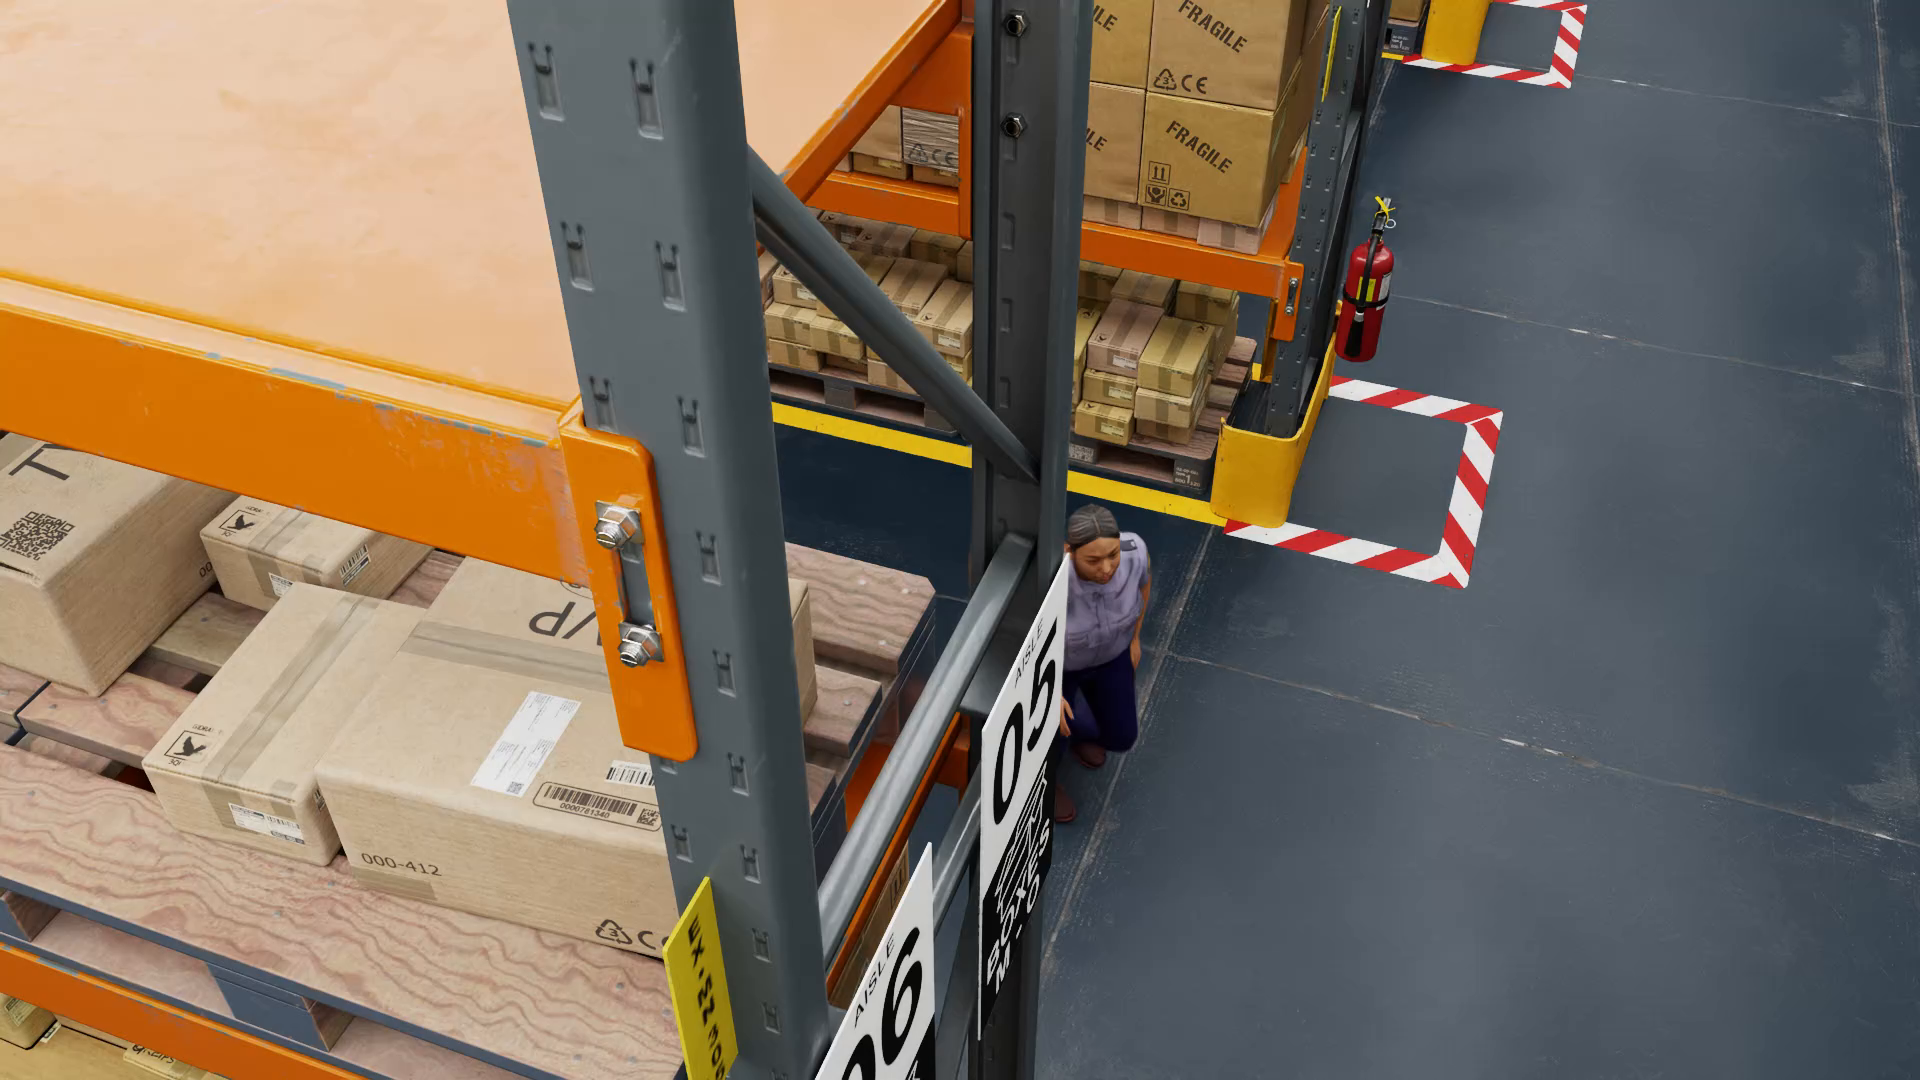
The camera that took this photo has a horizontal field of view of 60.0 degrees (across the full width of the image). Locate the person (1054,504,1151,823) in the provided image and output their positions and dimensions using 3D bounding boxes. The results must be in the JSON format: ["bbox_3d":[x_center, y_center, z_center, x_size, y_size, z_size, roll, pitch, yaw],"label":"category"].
[{"bbox_3d":[0.388,0.394,5.753,0.542,1.599,0.585,-14,44,-15],"label":"person"}]
